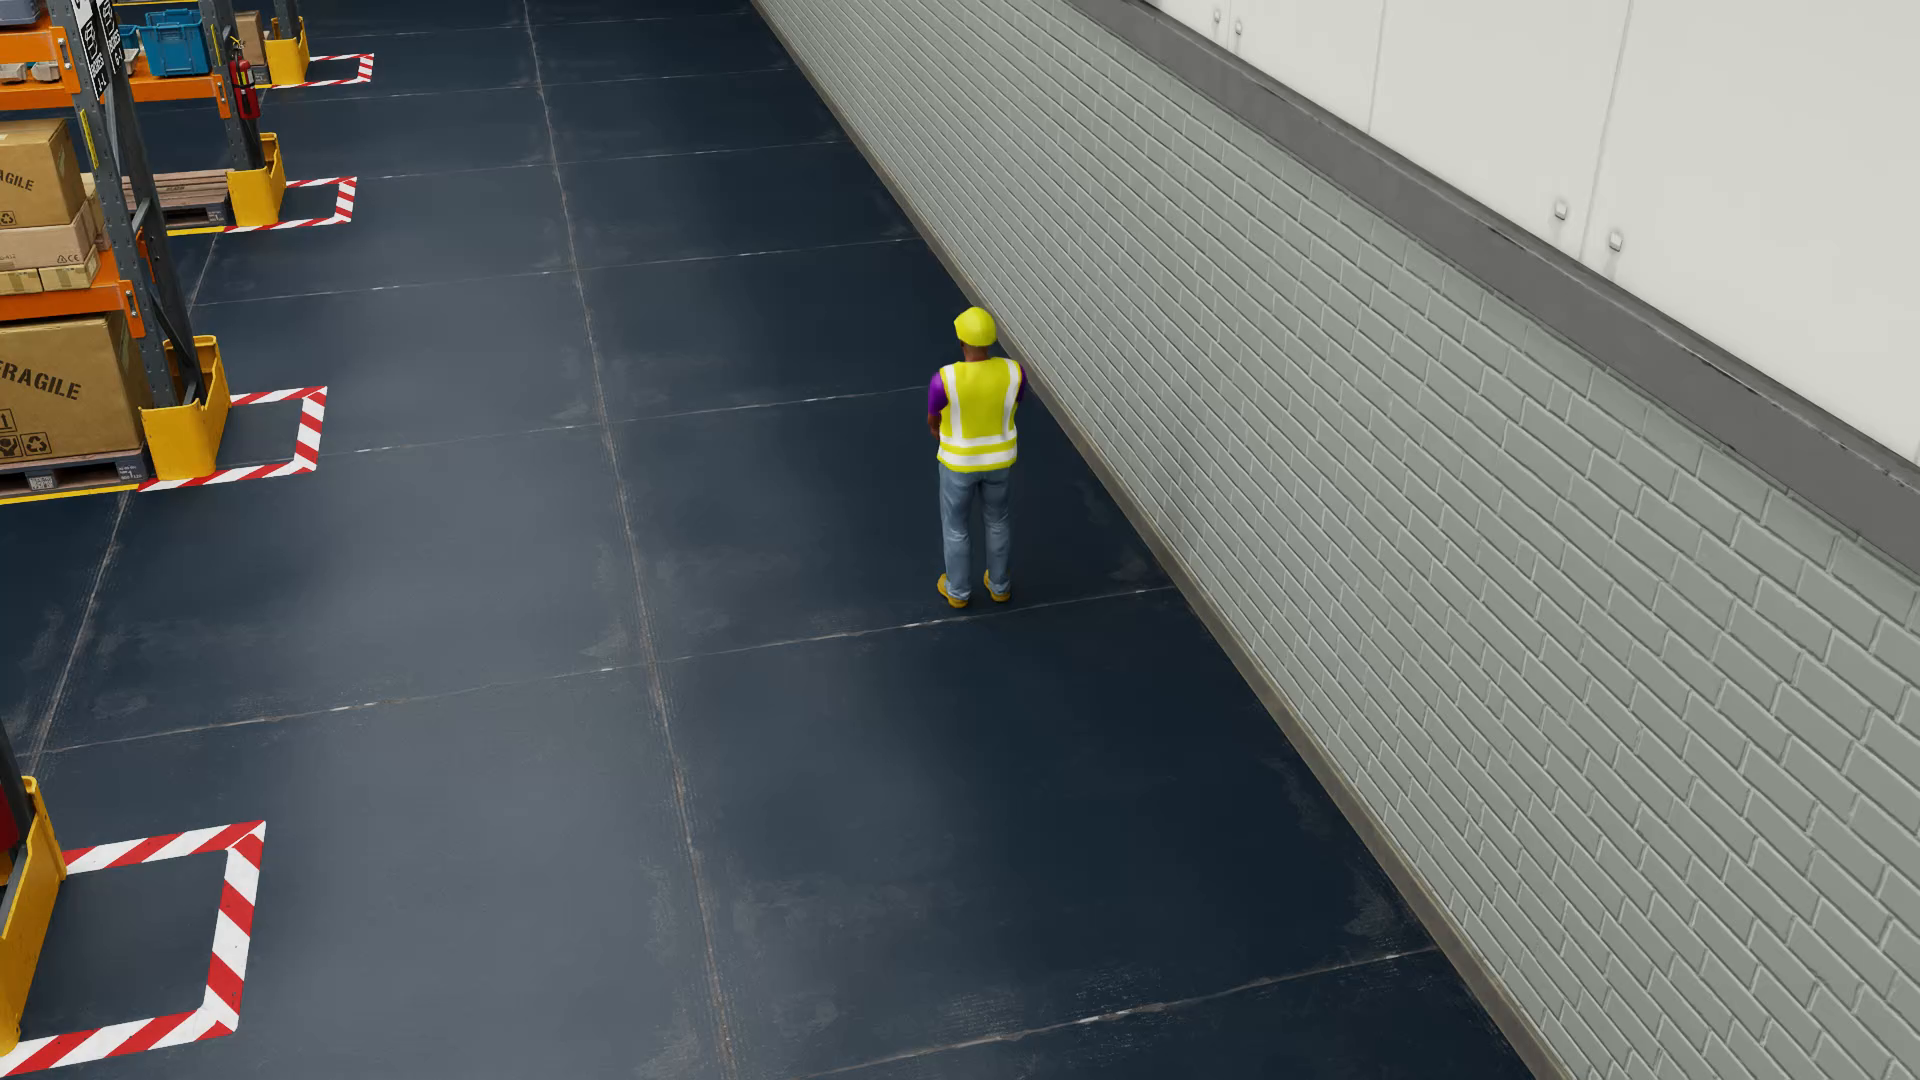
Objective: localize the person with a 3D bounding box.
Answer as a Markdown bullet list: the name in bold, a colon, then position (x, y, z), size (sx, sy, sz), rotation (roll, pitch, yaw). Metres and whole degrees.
- **person**: position (0.058, -0.485, 9.055), size (0.521, 1.766, 0.573), rotation (-8, 31, -13)
